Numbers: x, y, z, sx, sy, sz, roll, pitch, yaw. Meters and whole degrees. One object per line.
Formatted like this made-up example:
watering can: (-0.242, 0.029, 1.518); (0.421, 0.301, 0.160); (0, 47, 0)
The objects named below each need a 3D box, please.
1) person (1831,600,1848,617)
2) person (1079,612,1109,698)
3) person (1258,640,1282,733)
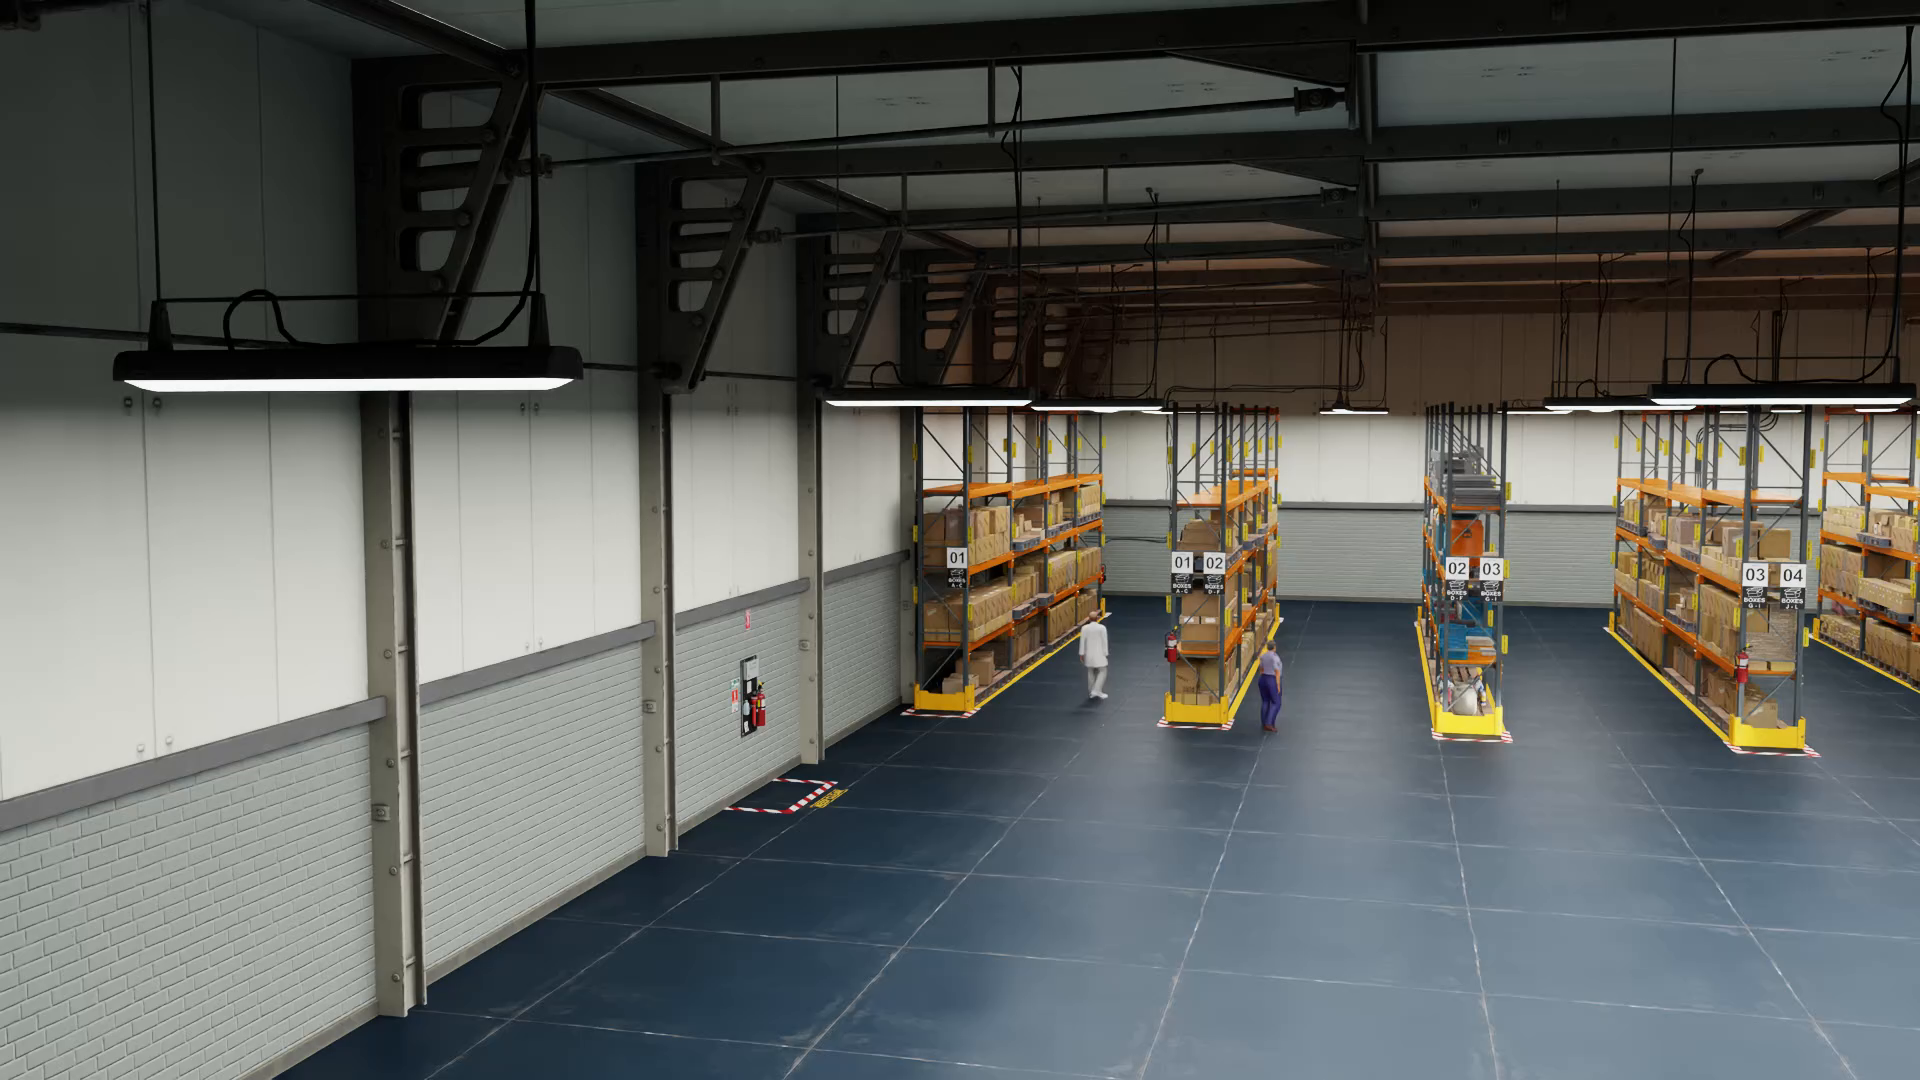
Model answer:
person: (24.067, 1.526, 45.399); (0.669, 1.654, 0.456); (-2, 5, -27)
person: (2.720, 2.343, 33.831); (0.617, 1.775, 0.593); (1, 4, 14)
person: (5.667, 2.677, 30.427); (0.456, 1.687, 0.577); (-3, 5, -34)
